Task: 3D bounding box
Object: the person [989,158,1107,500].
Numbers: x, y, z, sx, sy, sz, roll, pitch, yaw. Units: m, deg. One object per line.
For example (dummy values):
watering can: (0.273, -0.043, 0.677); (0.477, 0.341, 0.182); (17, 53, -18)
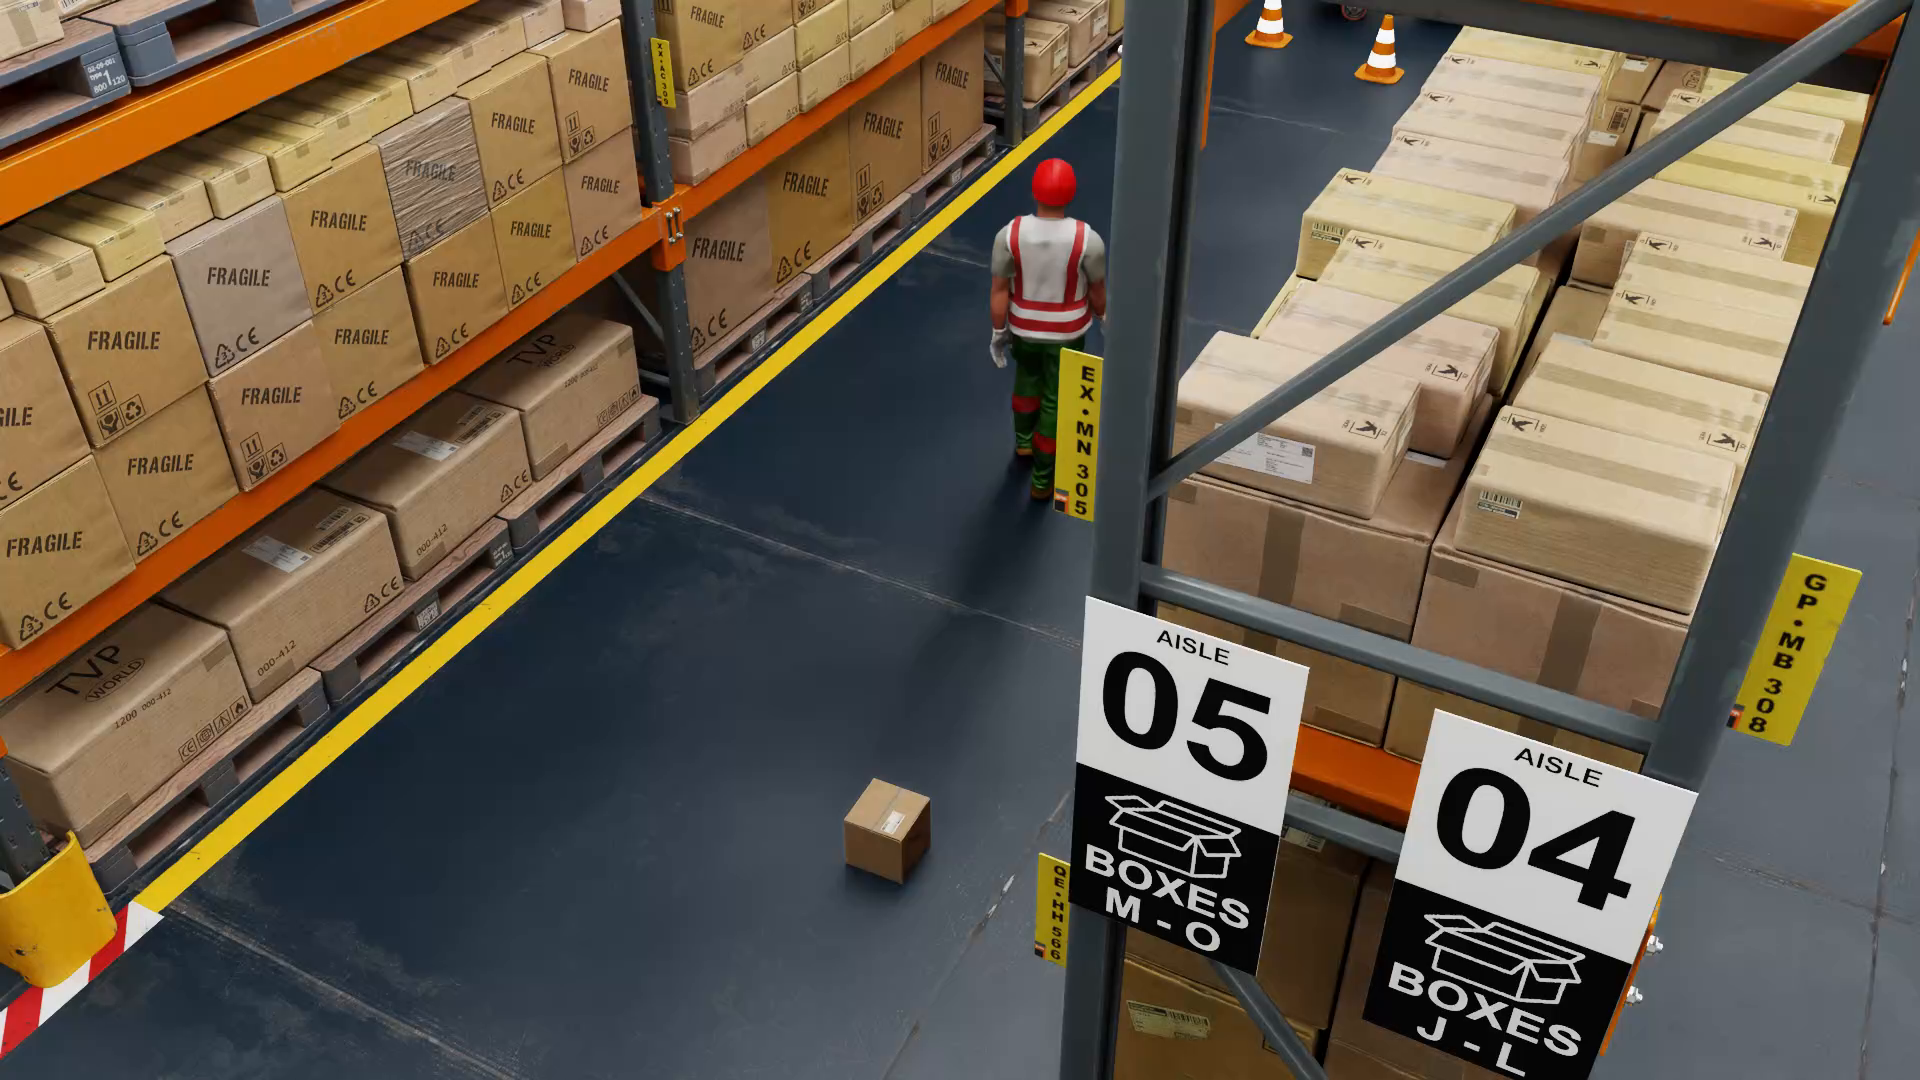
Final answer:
person: (0.447, -1.028, 8.075); (0.538, 1.841, 0.528); (10, 39, 13)
